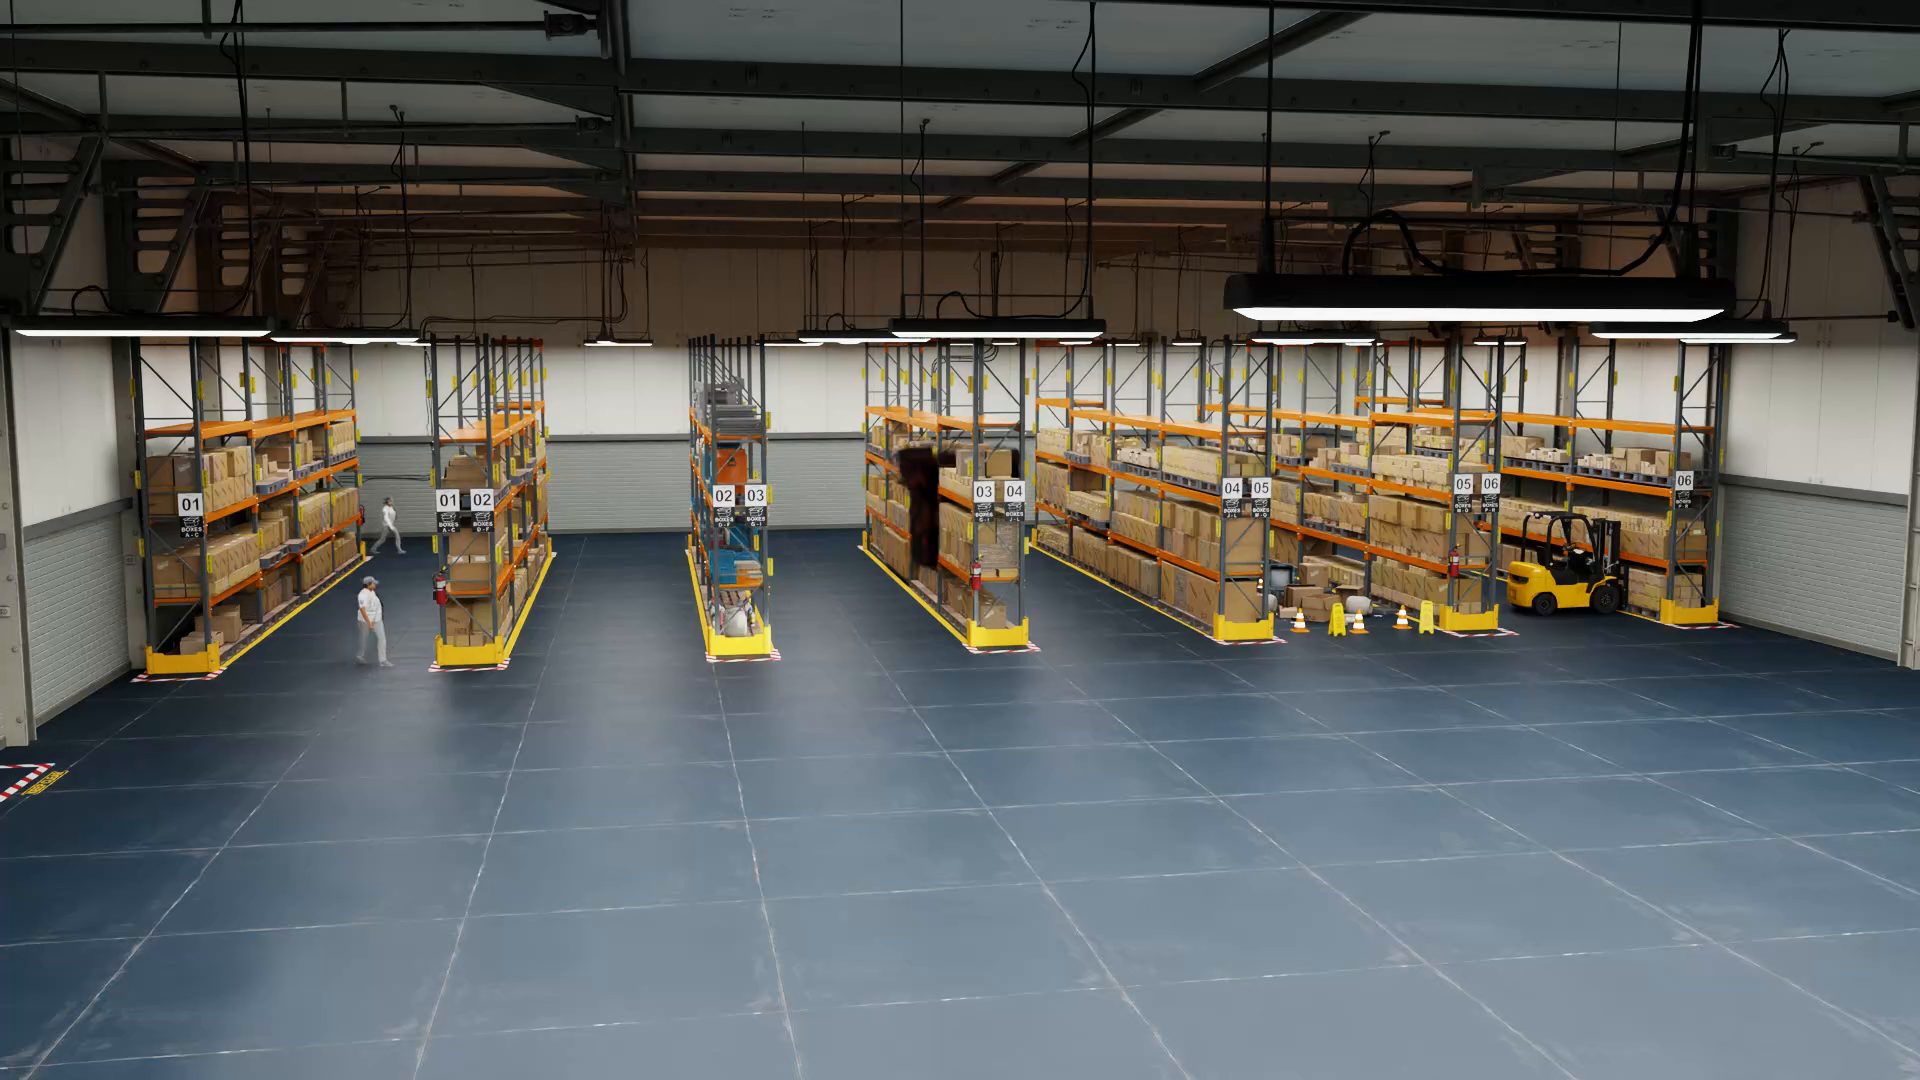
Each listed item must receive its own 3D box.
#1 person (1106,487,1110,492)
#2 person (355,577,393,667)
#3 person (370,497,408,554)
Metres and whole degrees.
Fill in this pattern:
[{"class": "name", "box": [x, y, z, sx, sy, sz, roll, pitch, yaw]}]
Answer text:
[{"class": "person", "box": [4.572, -0.997, 51.427, 0.629, 1.648, 0.498, -2, 7, -16]}, {"class": "person", "box": [-10.652, 1.464, 30.094, 0.480, 1.609, 0.970, -6, 9, -42]}, {"class": "person", "box": [-15.951, -0.400, 46.394, 1.000, 1.624, 0.552, 0, 7, -4]}]
